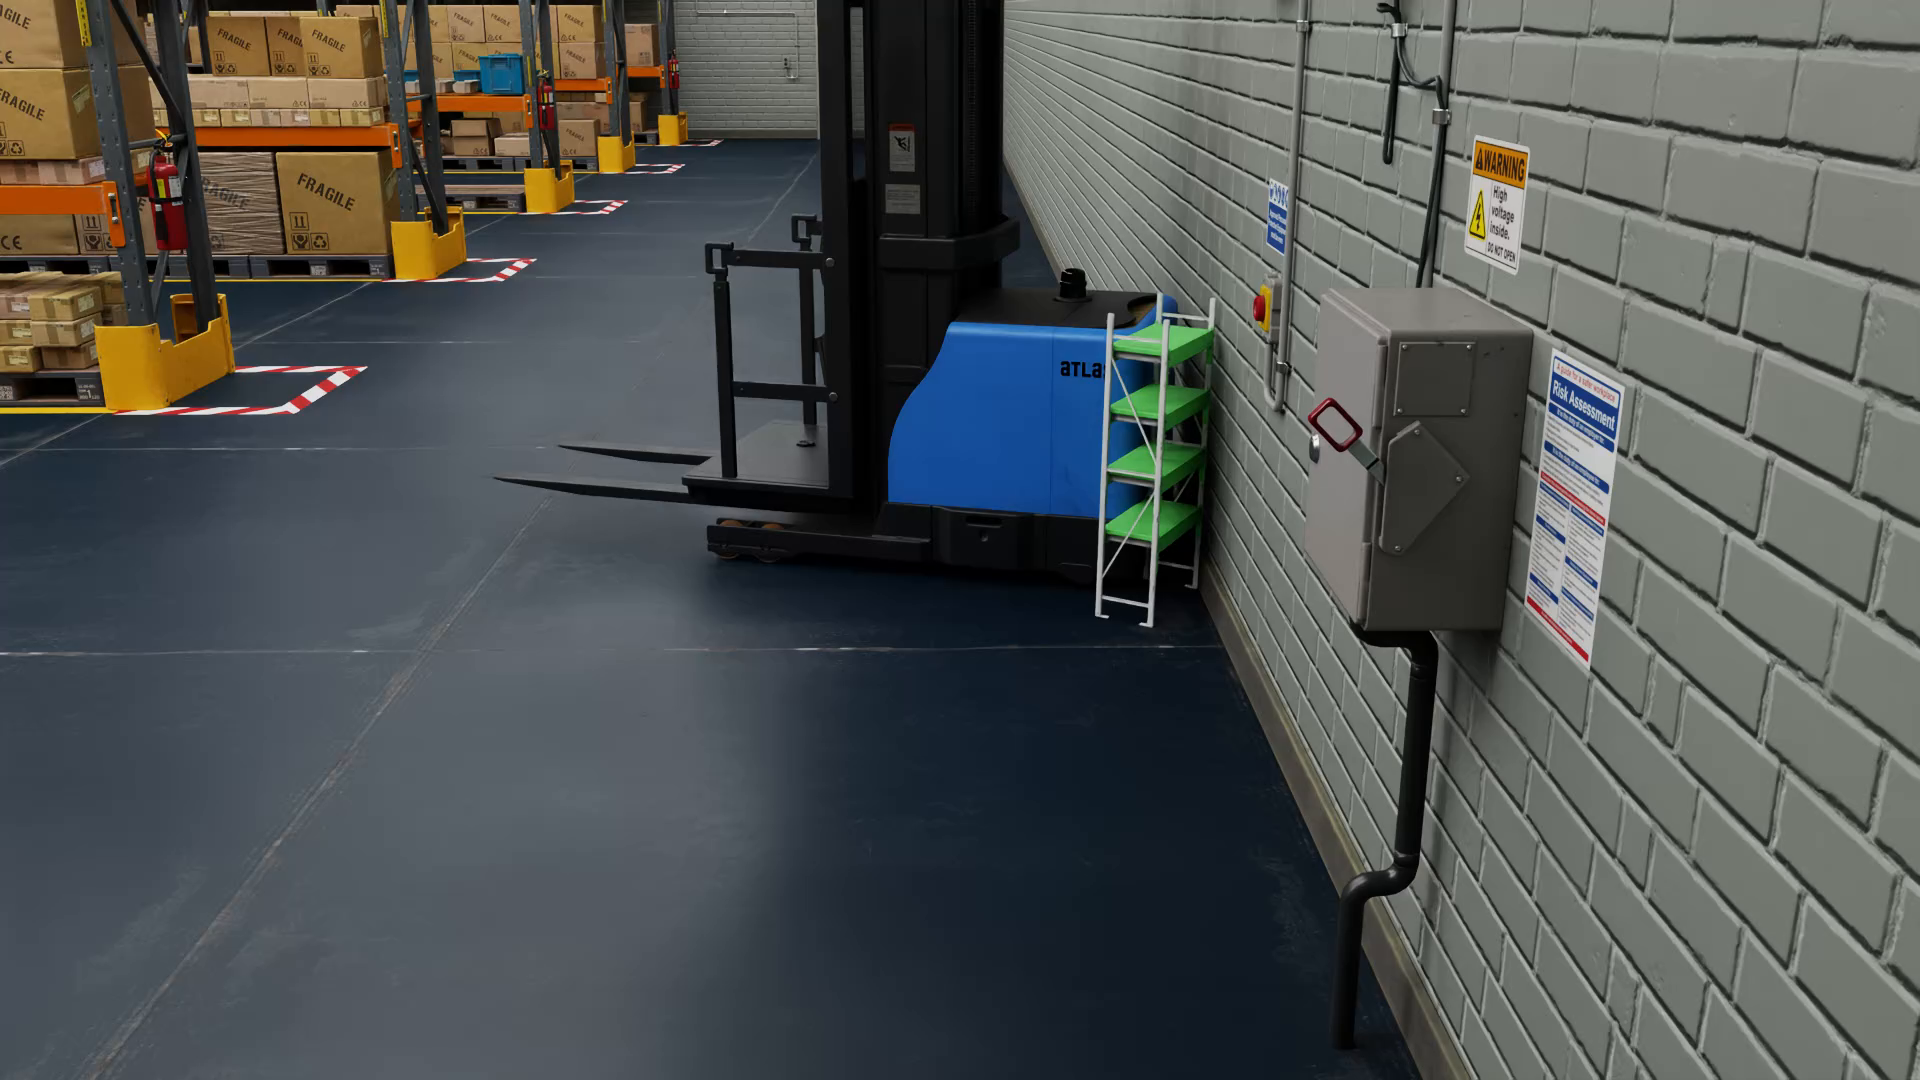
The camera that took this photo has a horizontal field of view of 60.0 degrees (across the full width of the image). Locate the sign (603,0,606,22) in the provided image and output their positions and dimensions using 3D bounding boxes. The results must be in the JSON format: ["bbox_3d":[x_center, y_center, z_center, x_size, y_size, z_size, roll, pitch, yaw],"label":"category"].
[{"bbox_3d":[-4.992,-7.449,23.371,0.005,0.325,0.100,0,18,-1],"label":"sign"}]

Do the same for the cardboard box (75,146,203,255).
[{"bbox_3d":[-7.266,-3.044,14.840,0.875,0.875,0.875,0,18,-1],"label":"cardboard box"}]

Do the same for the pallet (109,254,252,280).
[{"bbox_3d":[-6.843,-2.531,15.017,1.213,0.211,1.003,0,18,-1],"label":"pallet"}]

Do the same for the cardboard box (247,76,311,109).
[{"bbox_3d":[-5.815,-3.876,14.403,0.500,0.250,0.500,-1,18,-2],"label":"cardboard box"}]

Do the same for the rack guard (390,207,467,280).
[{"bbox_3d":[-4.804,-2.701,15.075,0.348,0.500,1.175,0,18,-1],"label":"rack guard"}]

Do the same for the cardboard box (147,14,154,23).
[{"bbox_3d":[-13.727,-8.941,28.486,0.250,0.149,0.380,-3,18,-10],"label":"cardboard box"}]

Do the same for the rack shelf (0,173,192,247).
[{"bbox_3d":[-6.850,-2.024,10.049,4.000,0.370,1.077,0,18,-1],"label":"rack shelf"}]

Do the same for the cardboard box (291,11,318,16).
[{"bbox_3d":[-11.056,-8.882,28.337,0.500,0.250,0.500,-1,18,-2],"label":"cardboard box"}]

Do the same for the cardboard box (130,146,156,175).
[{"bbox_3d":[-5.180,-2.355,10.315,0.250,0.149,0.380,0,18,-1],"label":"cardboard box"}]

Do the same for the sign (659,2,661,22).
[{"bbox_3d":[-5.068,-8.928,28.111,0.005,0.325,0.100,0,18,-1],"label":"sign"}]

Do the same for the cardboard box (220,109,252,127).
[{"bbox_3d":[-6.200,-3.664,14.396,0.250,0.149,0.380,-1,18,-2],"label":"cardboard box"}]

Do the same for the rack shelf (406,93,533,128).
[{"bbox_3d":[-6.906,-5.052,19.488,4.000,0.370,1.077,0,18,-1],"label":"rack shelf"}]

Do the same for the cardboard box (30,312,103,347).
[{"bbox_3d":[-5.374,-1.271,10.015,0.250,0.149,0.380,-1,18,-2],"label":"cardboard box"}]

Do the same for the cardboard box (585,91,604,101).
[{"bbox_3d":[-6.396,-7.773,29.134,0.250,0.149,0.380,0,18,0],"label":"cardboard box"}]

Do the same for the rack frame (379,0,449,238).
[{"bbox_3d":[-4.828,-3.892,14.693,0.127,3.000,1.000,0,18,-1],"label":"rack frame"}]

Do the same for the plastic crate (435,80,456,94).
[{"bbox_3d":[-6.009,-5.251,19.264,0.243,0.136,0.396,0,18,-1],"label":"plastic crate"}]

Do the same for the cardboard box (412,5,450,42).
[{"bbox_3d":[-7.475,-7.343,23.651,0.500,0.500,0.500,-1,18,-2],"label":"cardboard box"}]

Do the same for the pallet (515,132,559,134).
[{"bbox_3d":[-7.078,-7.070,29.165,1.213,0.211,1.003,0,18,-1],"label":"pallet"}]

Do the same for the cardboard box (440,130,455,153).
[{"bbox_3d":[-7.665,-5.920,24.698,0.500,0.311,0.500,0,18,-1],"label":"cardboard box"}]

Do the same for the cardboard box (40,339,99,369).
[{"bbox_3d":[-5.374,-1.152,10.134,0.250,0.149,0.380,0,18,0],"label":"cardboard box"}]

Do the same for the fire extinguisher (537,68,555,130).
[{"bbox_3d":[-4.748,-5.052,19.047,0.183,0.674,0.296,0,18,-1],"label":"fire extinguisher"}]

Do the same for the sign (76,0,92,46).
[{"bbox_3d":[-4.862,-2.908,9.215,0.005,0.325,0.100,0,18,-1],"label":"sign"}]

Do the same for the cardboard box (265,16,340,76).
[{"bbox_3d":[-5.812,-4.397,14.798,0.500,0.500,0.500,-1,18,-2],"label":"cardboard box"}]

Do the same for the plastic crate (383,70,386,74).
[{"bbox_3d":[-6.775,-5.445,19.710,0.300,0.233,0.416,0,18,-1],"label":"plastic crate"}]

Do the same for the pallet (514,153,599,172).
[{"bbox_3d":[-5.854,-5.585,24.537,1.213,0.211,1.003,0,18,-1],"label":"pallet"}]

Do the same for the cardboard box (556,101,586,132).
[{"bbox_3d":[-6.764,-7.401,29.037,0.500,0.500,0.700,-1,18,-3],"label":"cardboard box"}]

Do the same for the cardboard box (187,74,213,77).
[{"bbox_3d":[-6.856,-4.032,14.889,0.500,0.250,0.500,-1,18,-2],"label":"cardboard box"}]

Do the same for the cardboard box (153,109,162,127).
[{"bbox_3d":[-6.968,-3.661,14.384,0.250,0.149,0.380,-1,18,-2],"label":"cardboard box"}]

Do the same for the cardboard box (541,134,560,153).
[{"bbox_3d":[-6.029,-5.899,24.732,0.500,0.250,0.500,0,18,-1],"label":"cardboard box"}]

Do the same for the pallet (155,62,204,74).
[{"bbox_3d":[-11.035,-6.798,24.067,1.213,0.211,1.003,0,18,-1],"label":"pallet"}]

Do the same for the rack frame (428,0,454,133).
[{"bbox_3d":[-9.062,-8.411,28.781,0.127,3.000,1.000,0,18,-1],"label":"rack frame"}]

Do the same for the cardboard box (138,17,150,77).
[{"bbox_3d":[-7.332,-4.228,14.272,0.500,0.500,0.500,-1,18,-3],"label":"cardboard box"}]

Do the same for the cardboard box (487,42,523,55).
[{"bbox_3d":[-6.442,-6.875,23.830,0.500,0.500,0.500,0,18,0],"label":"cardboard box"}]

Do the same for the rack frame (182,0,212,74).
[{"bbox_3d":[-8.906,-5.385,19.348,0.127,3.000,1.000,0,18,-1],"label":"rack frame"}]

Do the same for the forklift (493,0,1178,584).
[{"bbox_3d":[-0.600,-1.446,7.183,3.031,2.935,1.130,5,18,15],"label":"forklift"}]

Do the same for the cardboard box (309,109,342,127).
[{"bbox_3d":[-5.439,-3.668,14.407,0.250,0.149,0.380,0,18,0],"label":"cardboard box"}]

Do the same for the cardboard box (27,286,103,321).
[{"bbox_3d":[-5.376,-1.422,10.000,0.250,0.149,0.380,0,18,0],"label":"cardboard box"}]

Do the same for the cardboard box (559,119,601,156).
[{"bbox_3d":[-5.520,-5.859,24.197,0.500,0.500,0.500,0,18,-1],"label":"cardboard box"}]

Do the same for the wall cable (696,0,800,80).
[{"bbox_3d":[-3.797,-9.209,29.606,1.851,1.984,0.084,0,18,-1],"label":"wall cable"}]

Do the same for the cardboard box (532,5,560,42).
[{"bbox_3d":[-5.926,-7.352,23.680,0.500,0.500,0.500,0,18,1],"label":"cardboard box"}]

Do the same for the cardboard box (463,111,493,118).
[{"bbox_3d":[-8.313,-7.393,29.012,0.500,0.500,0.700,0,18,0],"label":"cardboard box"}]

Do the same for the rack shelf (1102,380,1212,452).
[{"bbox_3d":[0.765,-0.485,6.430,0.258,0.148,0.480,11,21,26],"label":"rack shelf"}]

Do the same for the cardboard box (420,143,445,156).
[{"bbox_3d":[-7.692,-5.701,24.253,0.250,0.166,0.380,0,18,-1],"label":"cardboard box"}]

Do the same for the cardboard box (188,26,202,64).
[{"bbox_3d":[-10.746,-7.118,23.900,0.500,0.500,0.700,-5,18,-15],"label":"cardboard box"}]

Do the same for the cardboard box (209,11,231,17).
[{"bbox_3d":[-12.575,-8.871,28.304,0.500,0.250,0.500,0,18,0],"label":"cardboard box"}]

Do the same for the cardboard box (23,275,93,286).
[{"bbox_3d":[-5.654,-1.565,10.446,0.250,0.149,0.380,0,18,0],"label":"cardboard box"}]

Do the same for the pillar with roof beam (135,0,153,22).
[{"bbox_3d":[-14.307,-10.191,24.510,0.400,9.000,9.100,0,18,-1],"label":"pillar with roof beam"}]

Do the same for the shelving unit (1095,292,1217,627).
[{"bbox_3d":[0.763,-0.319,6.487,0.258,1.200,0.503,11,21,26],"label":"shelving unit"}]

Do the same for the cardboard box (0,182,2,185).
[{"bbox_3d":[-5.672,-2.173,9.747,0.250,0.149,0.380,0,18,-1],"label":"cardboard box"}]

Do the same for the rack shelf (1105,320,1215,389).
[{"bbox_3d":[0.768,-0.712,6.351,0.258,0.148,0.480,11,21,26],"label":"rack shelf"}]

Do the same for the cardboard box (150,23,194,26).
[{"bbox_3d":[-13.531,-8.643,28.622,0.500,0.500,0.700,-2,18,-7],"label":"cardboard box"}]

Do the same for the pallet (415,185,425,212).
[{"bbox_3d":[-6.948,-4.079,19.843,1.213,0.211,1.003,0,18,-1],"label":"pallet"}]

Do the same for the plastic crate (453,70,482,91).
[{"bbox_3d":[-5.816,-5.449,19.725,0.300,0.233,0.416,0,18,-1],"label":"plastic crate"}]

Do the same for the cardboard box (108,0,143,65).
[{"bbox_3d":[-5.304,-3.121,10.002,0.500,0.500,0.500,0,18,-1],"label":"cardboard box"}]

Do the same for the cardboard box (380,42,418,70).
[{"bbox_3d":[-7.954,-6.868,23.808,0.500,0.500,0.500,0,18,0],"label":"cardboard box"}]

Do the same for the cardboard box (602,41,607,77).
[{"bbox_3d":[-5.428,-7.043,24.354,0.500,0.500,0.500,0,18,0],"label":"cardboard box"}]

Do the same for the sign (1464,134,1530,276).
[{"bbox_3d":[1.060,-0.668,3.292,0.001,0.242,0.339,0,18,-1],"label":"sign"}]
